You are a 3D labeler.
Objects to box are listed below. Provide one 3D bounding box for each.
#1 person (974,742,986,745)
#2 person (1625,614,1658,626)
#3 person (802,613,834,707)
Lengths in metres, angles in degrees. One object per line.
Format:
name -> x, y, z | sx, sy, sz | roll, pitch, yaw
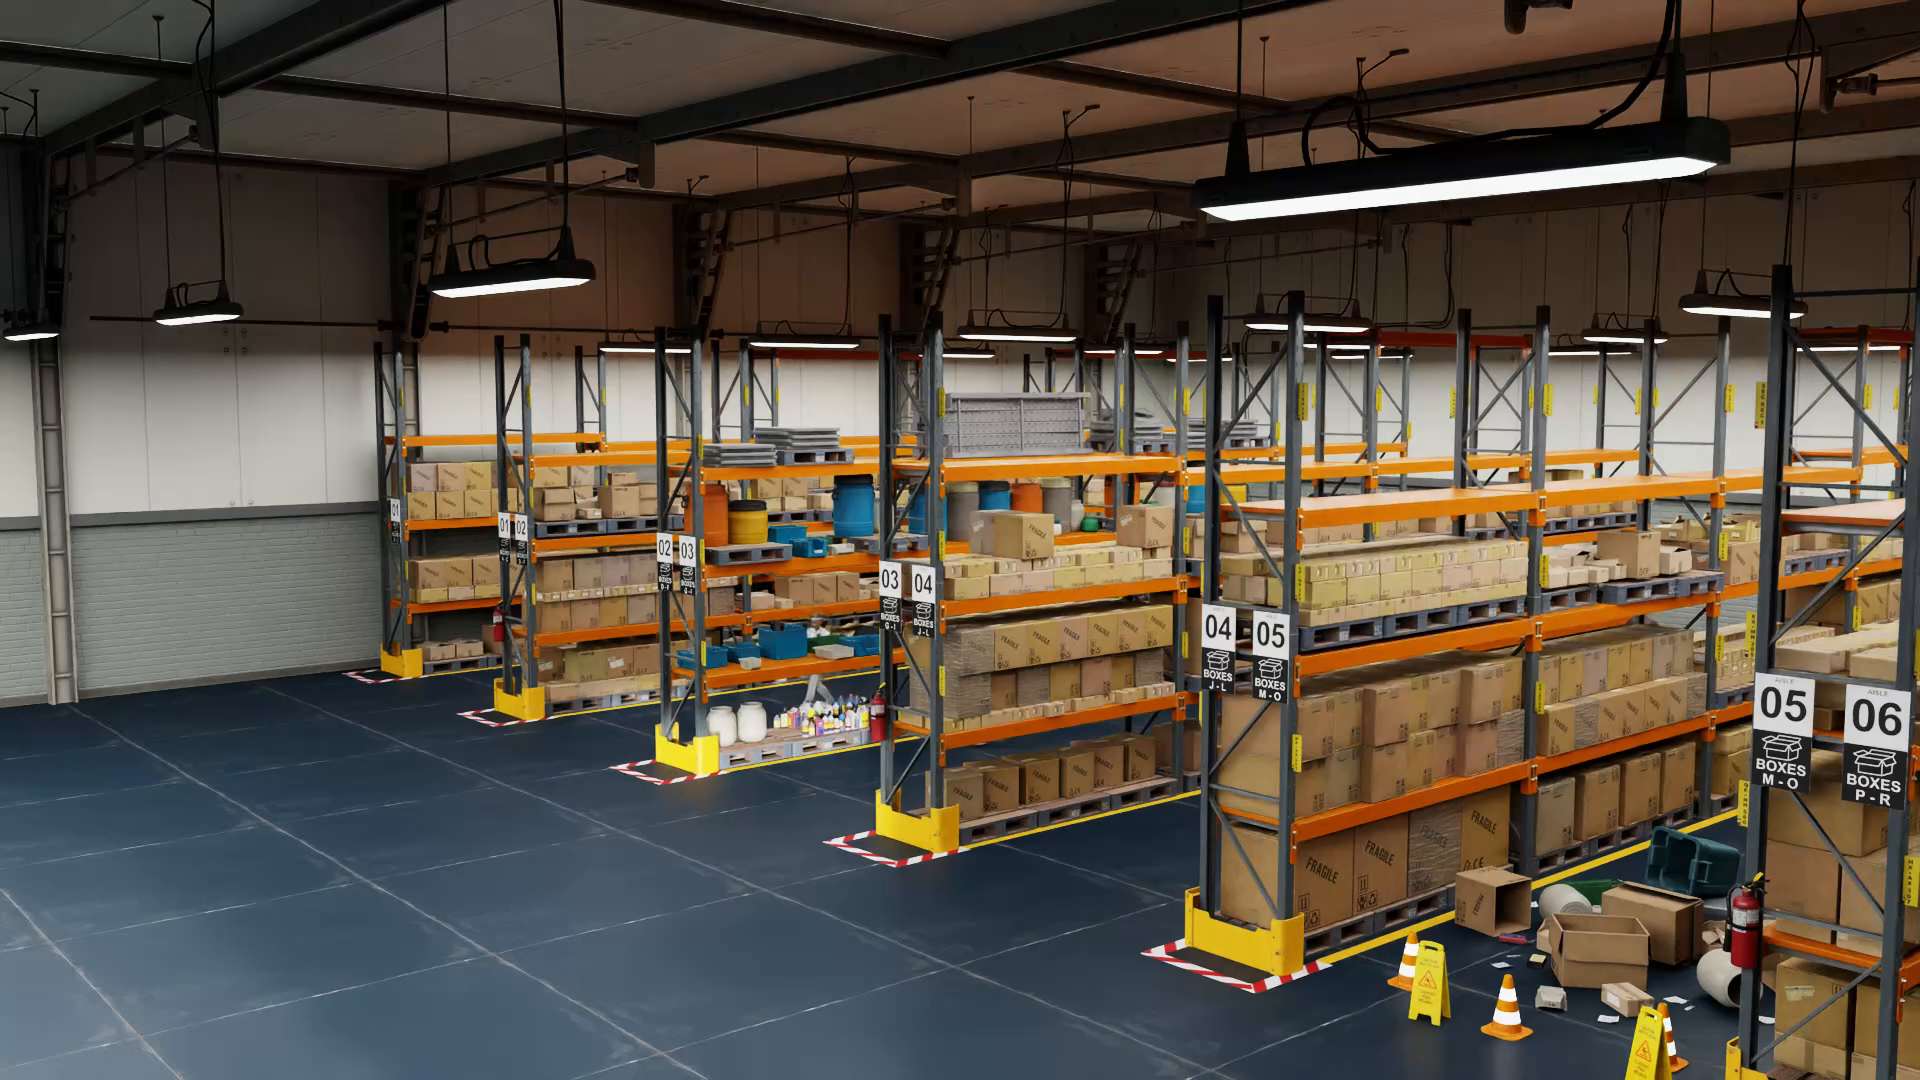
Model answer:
person -> 0.151, 2.139, 24.045 | 0.518, 1.796, 0.617 | -5, 7, -44
person -> 10.887, 1.849, 26.733 | 1.141, 1.713, 0.654 | -4, 7, -38
person -> -2.317, 1.945, 26.521 | 0.466, 1.582, 1.036 | 4, 6, 34
